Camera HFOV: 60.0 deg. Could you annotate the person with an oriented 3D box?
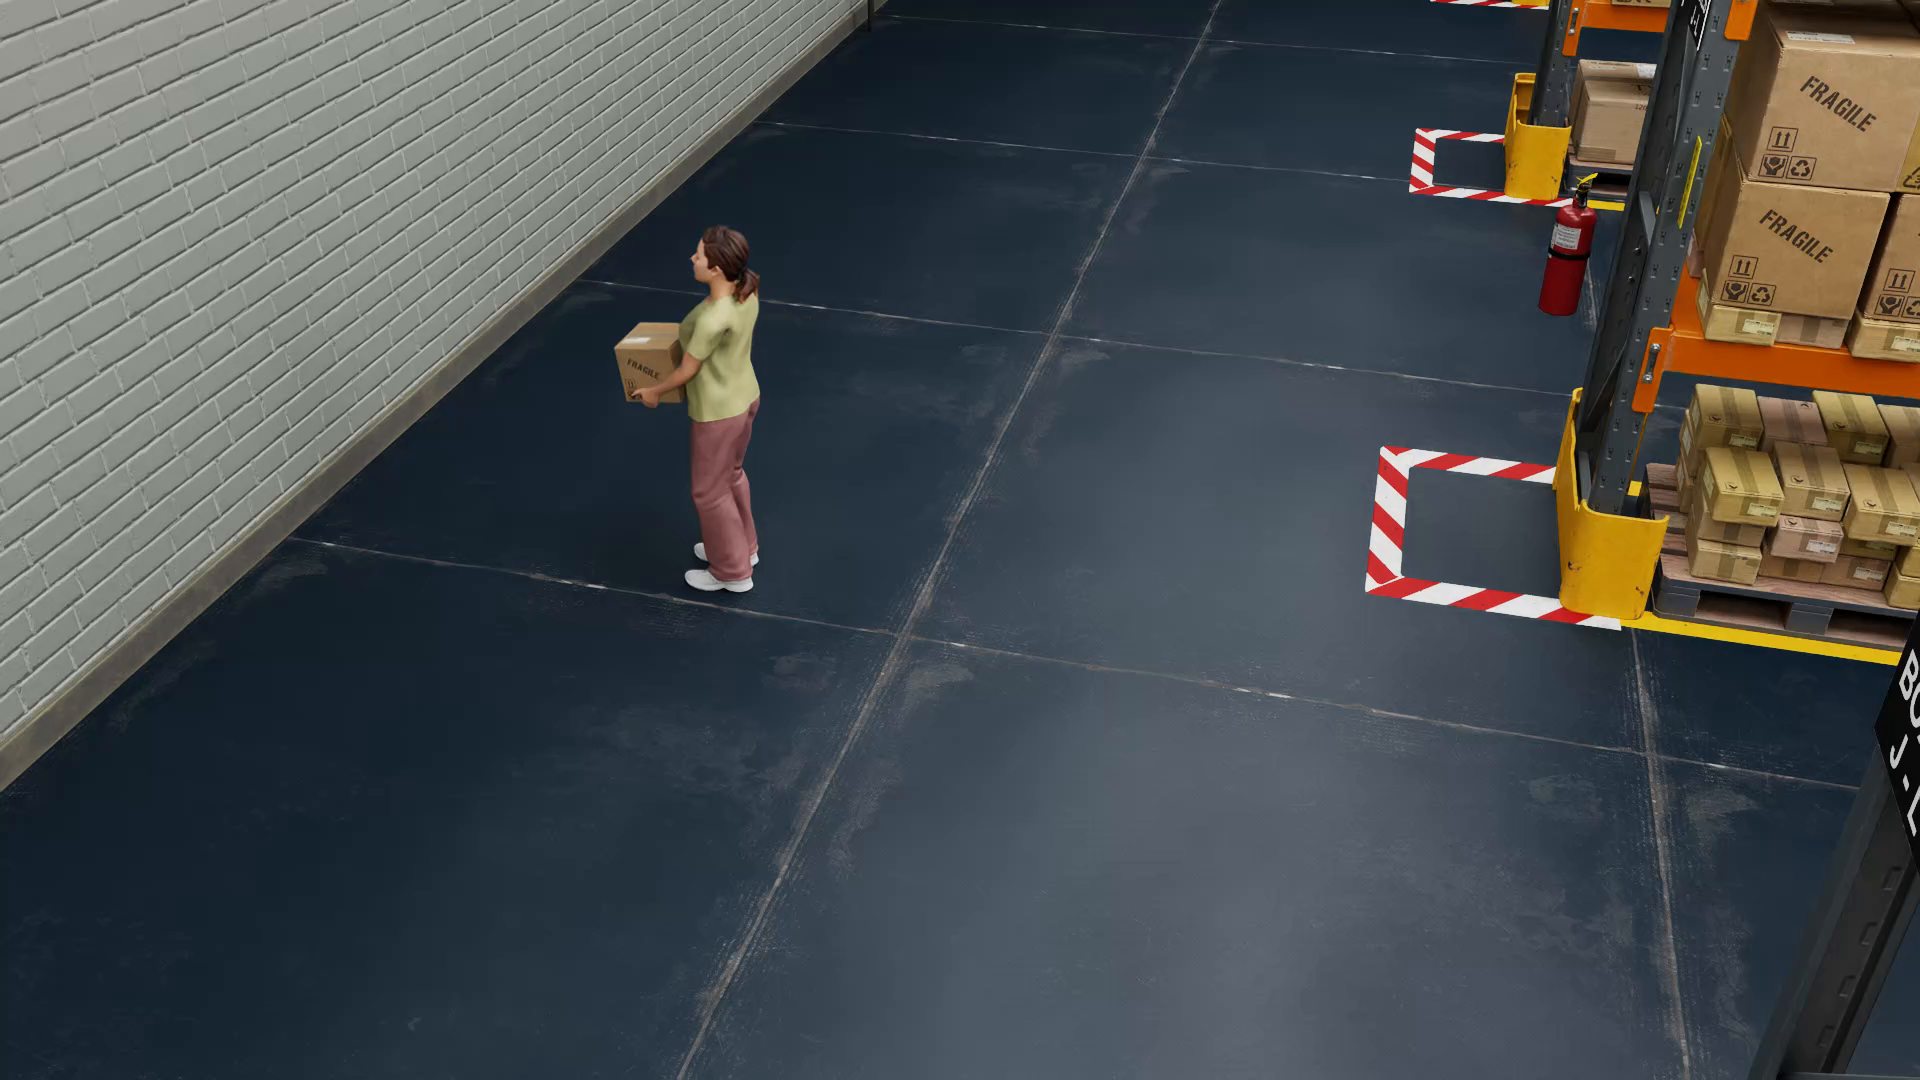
[{"bbox_3d":[-1.063,-0.552,7.004,0.562,1.662,0.425,9,34,13],"label":"person"}]
